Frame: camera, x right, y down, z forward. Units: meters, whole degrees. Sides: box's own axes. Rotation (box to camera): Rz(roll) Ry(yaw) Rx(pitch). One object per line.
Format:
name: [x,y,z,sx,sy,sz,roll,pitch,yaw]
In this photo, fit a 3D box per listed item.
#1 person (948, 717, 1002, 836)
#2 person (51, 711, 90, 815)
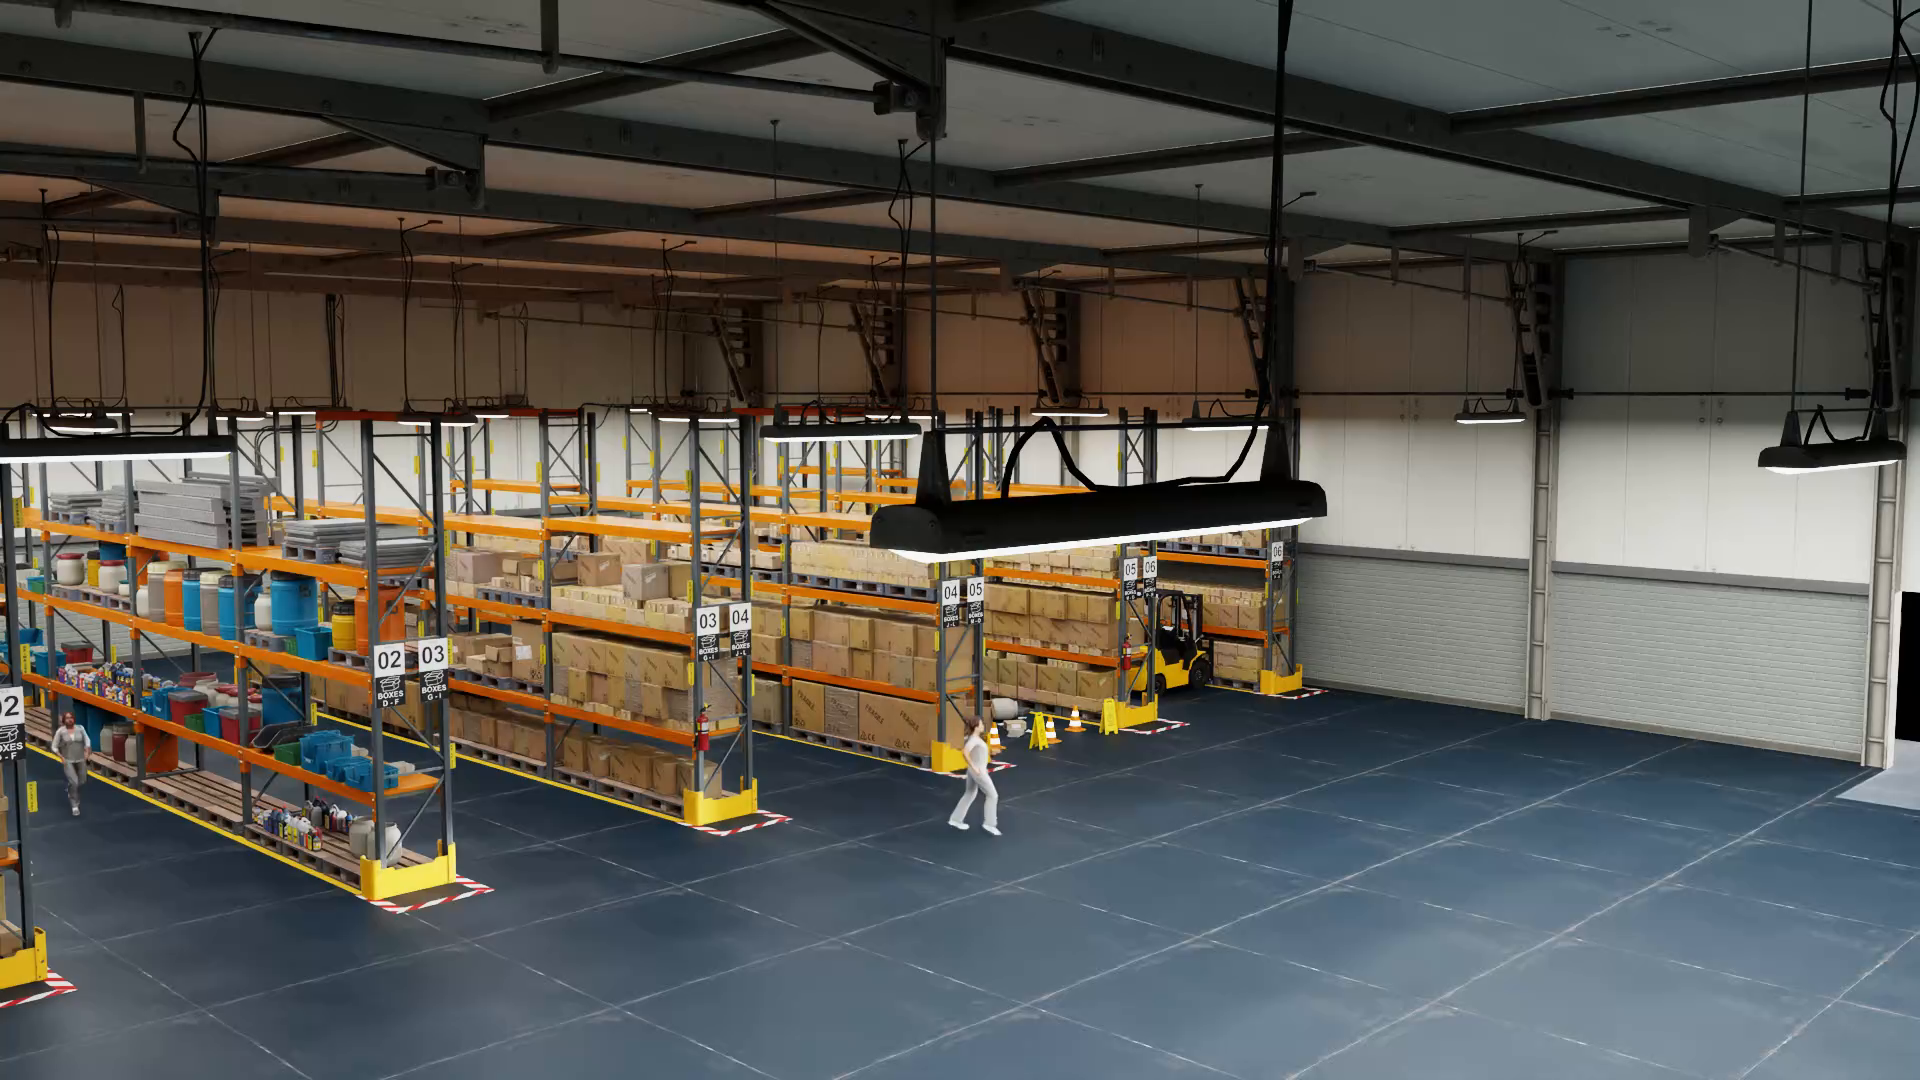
person: [0.217,3.385,23.813,0.771,1.726,0.537,-1,5,-10]
person: [-13.394,3.342,25.079,0.536,1.568,0.498,-4,7,-40]
